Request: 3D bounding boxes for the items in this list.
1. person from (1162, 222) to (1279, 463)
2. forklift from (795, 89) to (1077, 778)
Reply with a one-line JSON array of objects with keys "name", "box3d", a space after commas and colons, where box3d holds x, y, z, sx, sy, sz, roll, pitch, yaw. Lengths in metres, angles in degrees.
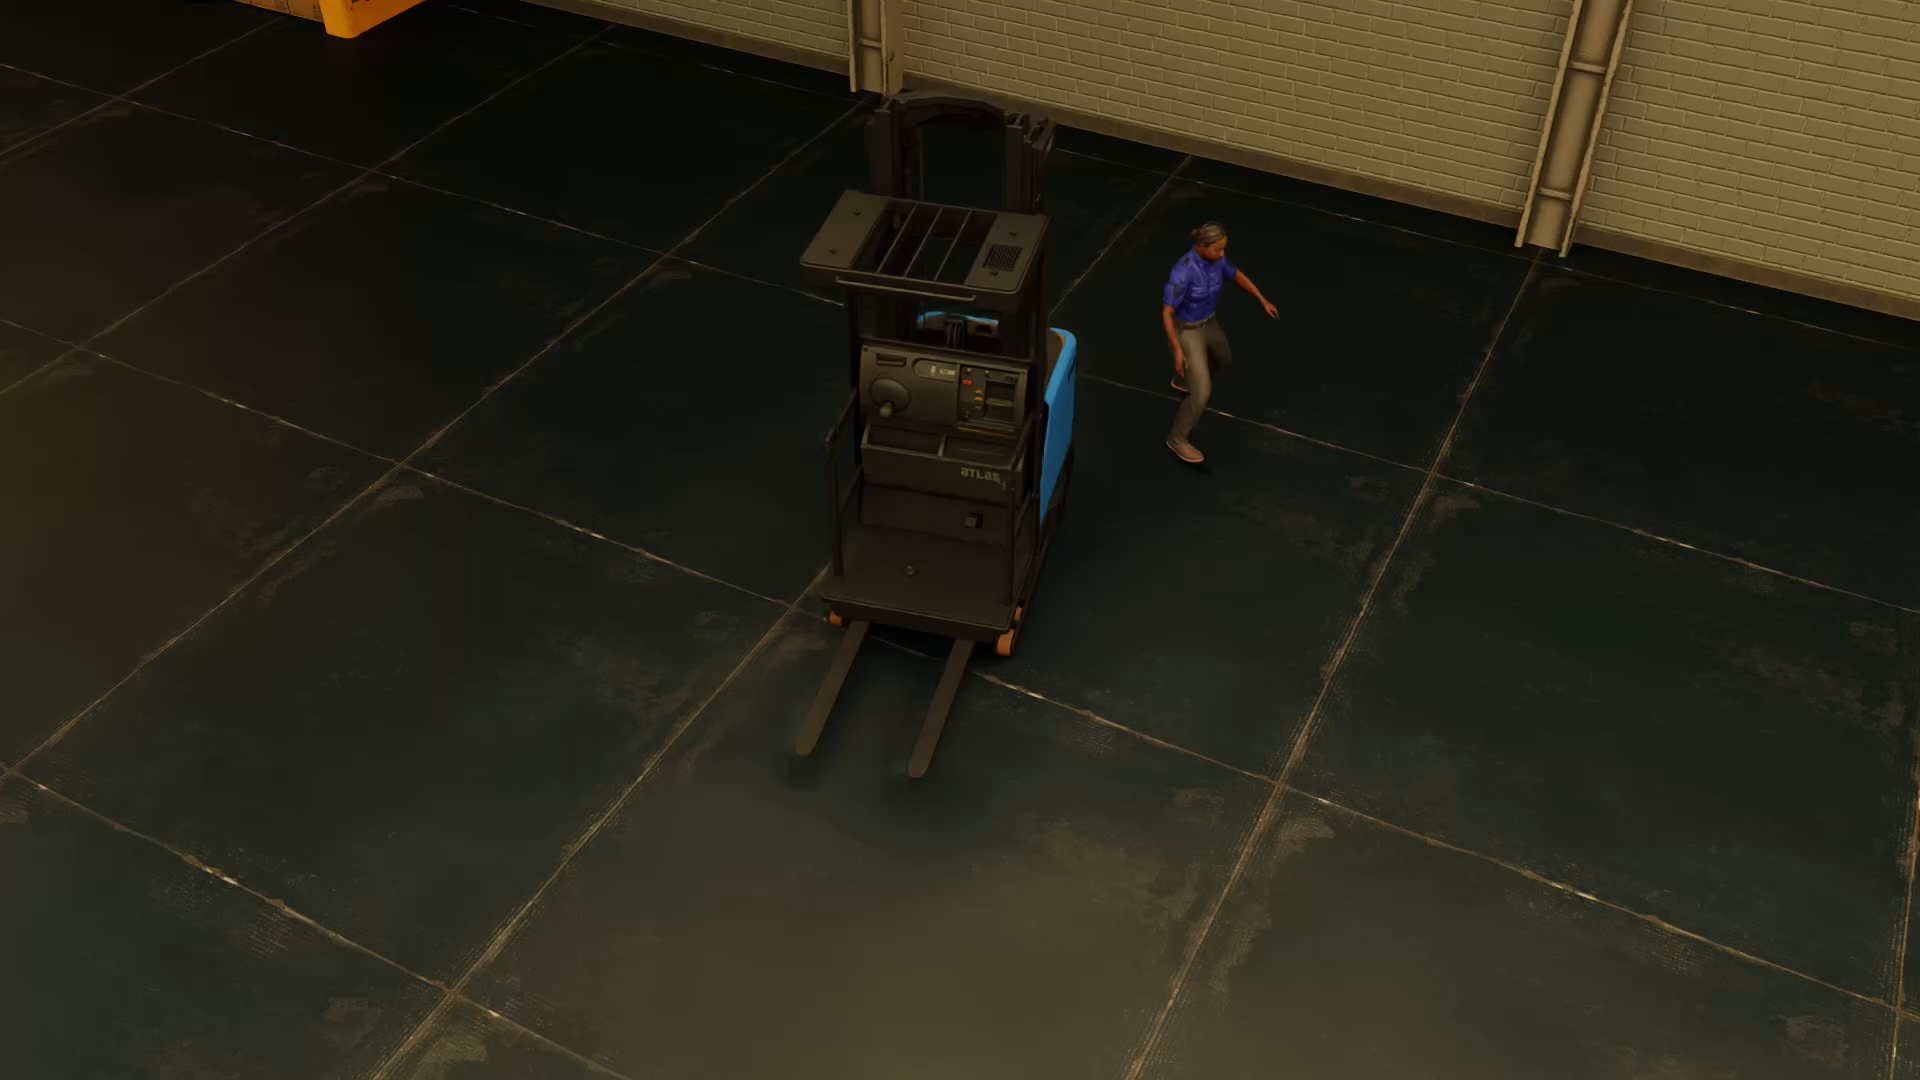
[{"name": "person", "box3d": [1.581, -1.364, 10.751, 0.902, 1.539, 0.749, -33, 50, -33]}, {"name": "forklift", "box3d": [-0.144, -0.737, 8.861, 1.130, 2.935, 3.031, 10, 41, 11]}]
